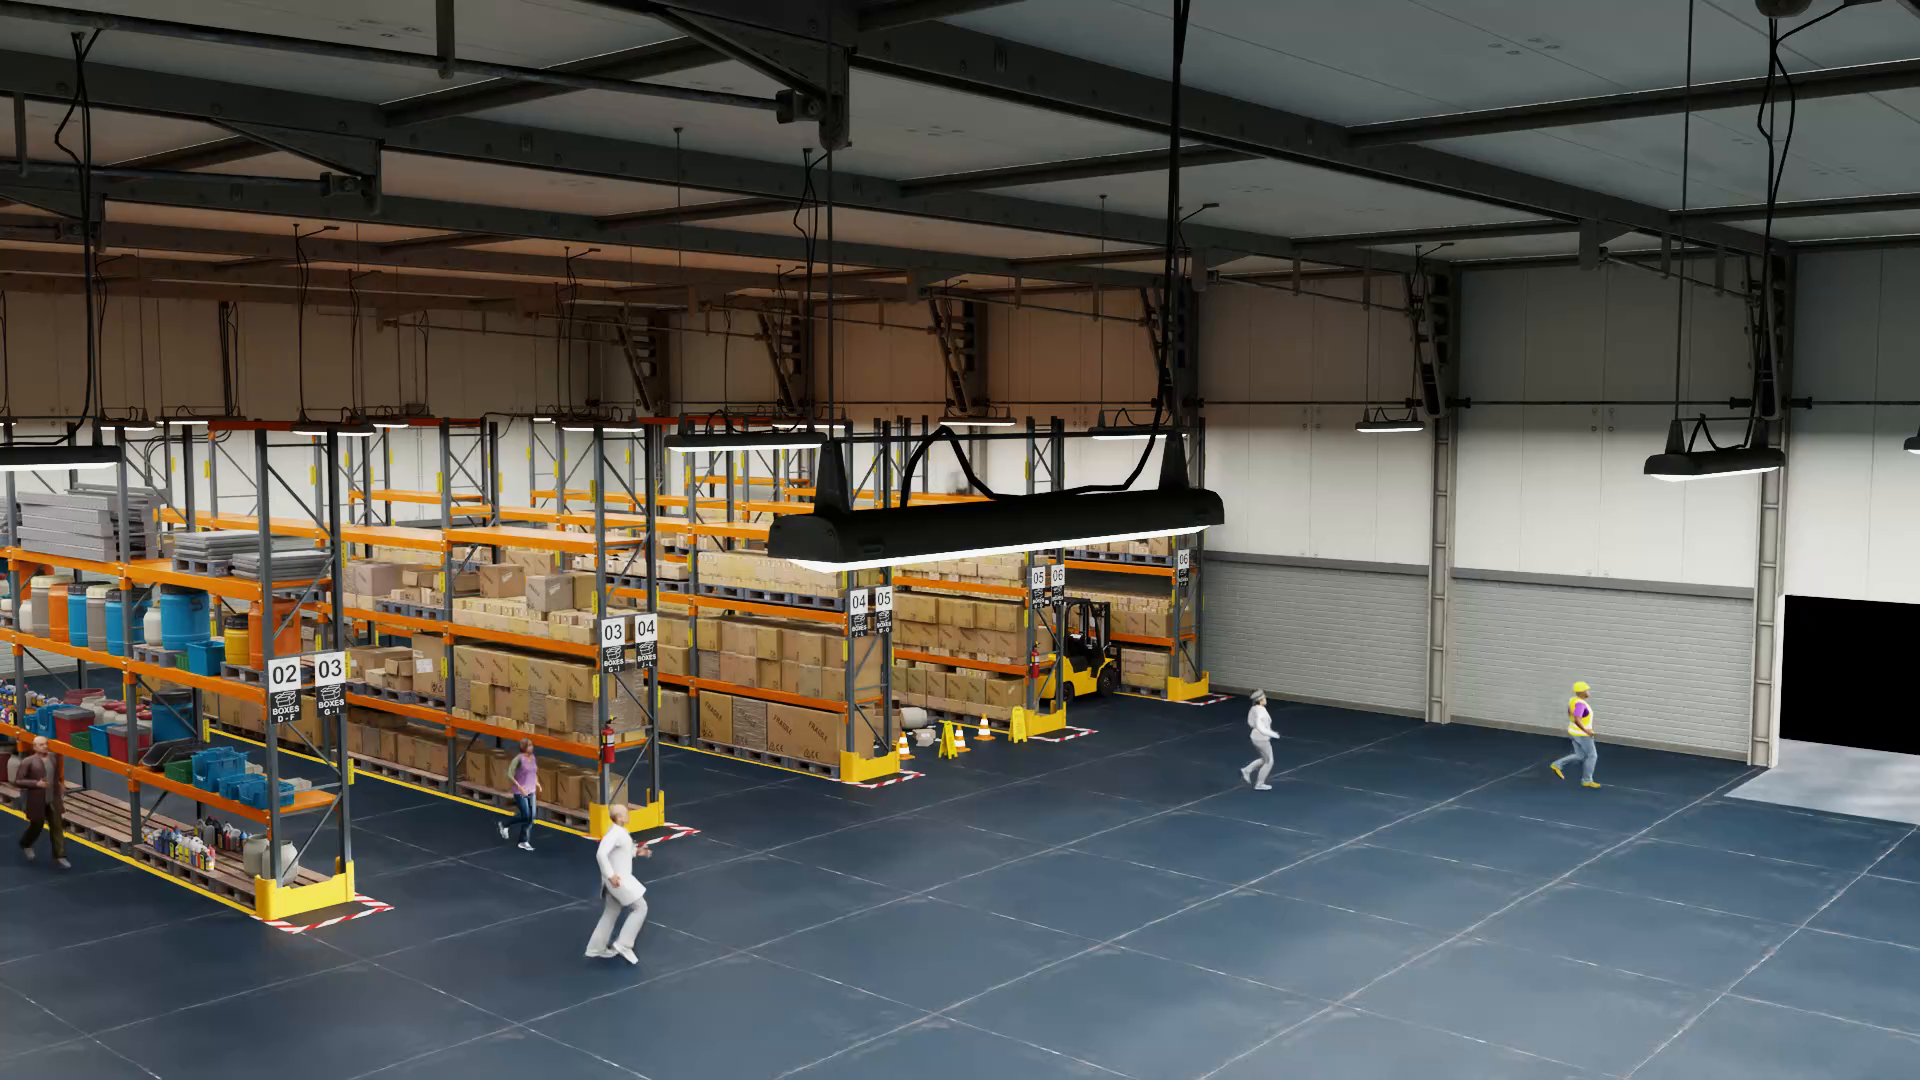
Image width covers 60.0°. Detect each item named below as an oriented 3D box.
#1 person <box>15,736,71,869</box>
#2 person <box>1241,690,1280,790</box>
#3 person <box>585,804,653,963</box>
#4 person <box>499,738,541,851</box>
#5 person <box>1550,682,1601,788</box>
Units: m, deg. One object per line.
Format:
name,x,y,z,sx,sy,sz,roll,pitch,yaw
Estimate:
person,-12.444,3.534,22.573,1.081,1.763,0.714,3,6,32
person,4.904,3.253,27.113,0.562,1.648,0.612,0,5,-4
person,-3.859,3.895,18.853,0.808,1.823,0.693,-2,5,-24
person,-6.236,3.598,23.713,0.616,1.569,0.556,2,5,26
person,10.138,3.190,27.303,0.813,1.746,0.714,0,5,2
